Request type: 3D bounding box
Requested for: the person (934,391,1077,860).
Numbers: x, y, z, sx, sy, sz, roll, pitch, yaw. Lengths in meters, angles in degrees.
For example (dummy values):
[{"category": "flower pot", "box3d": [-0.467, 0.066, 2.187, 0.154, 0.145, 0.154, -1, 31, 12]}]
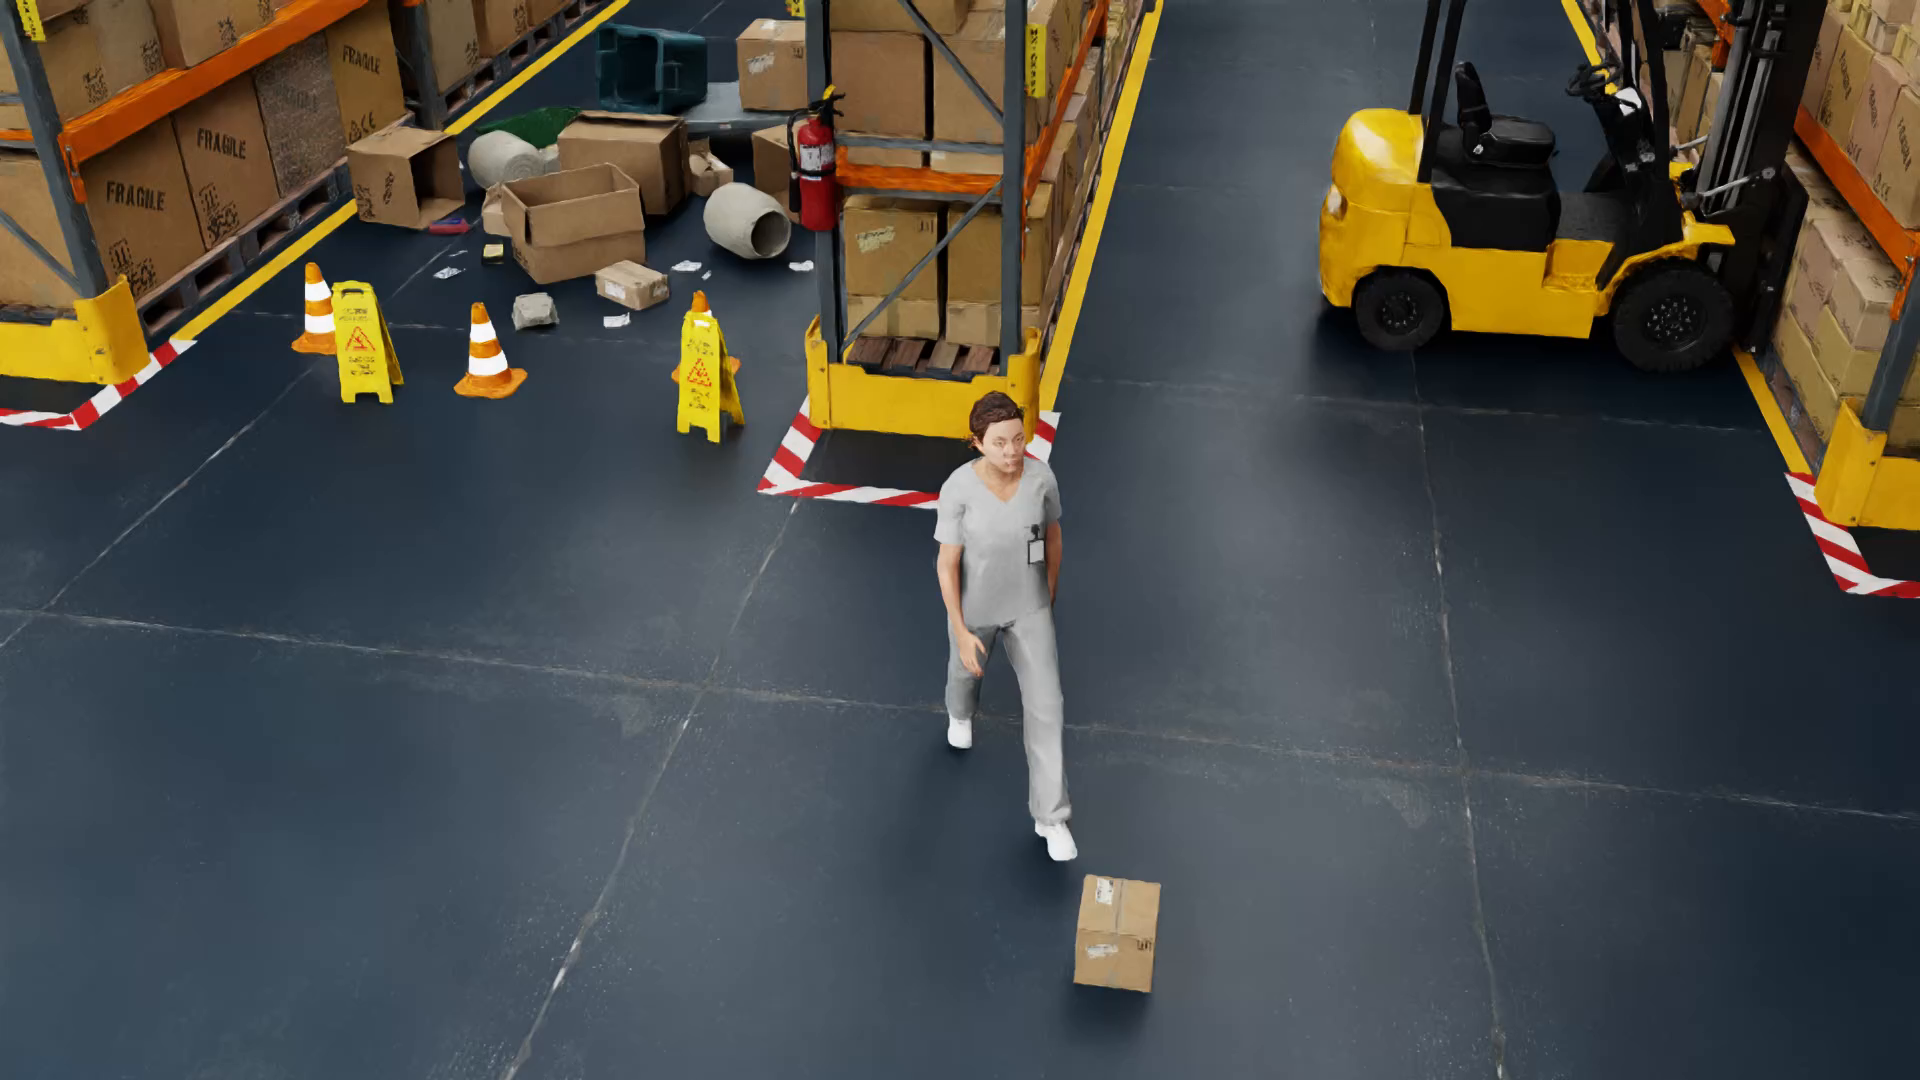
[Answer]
[{"category": "person", "box3d": [0.148, 0.244, 5.762, 0.474, 1.609, 1.018, -6, 33, -9]}]
